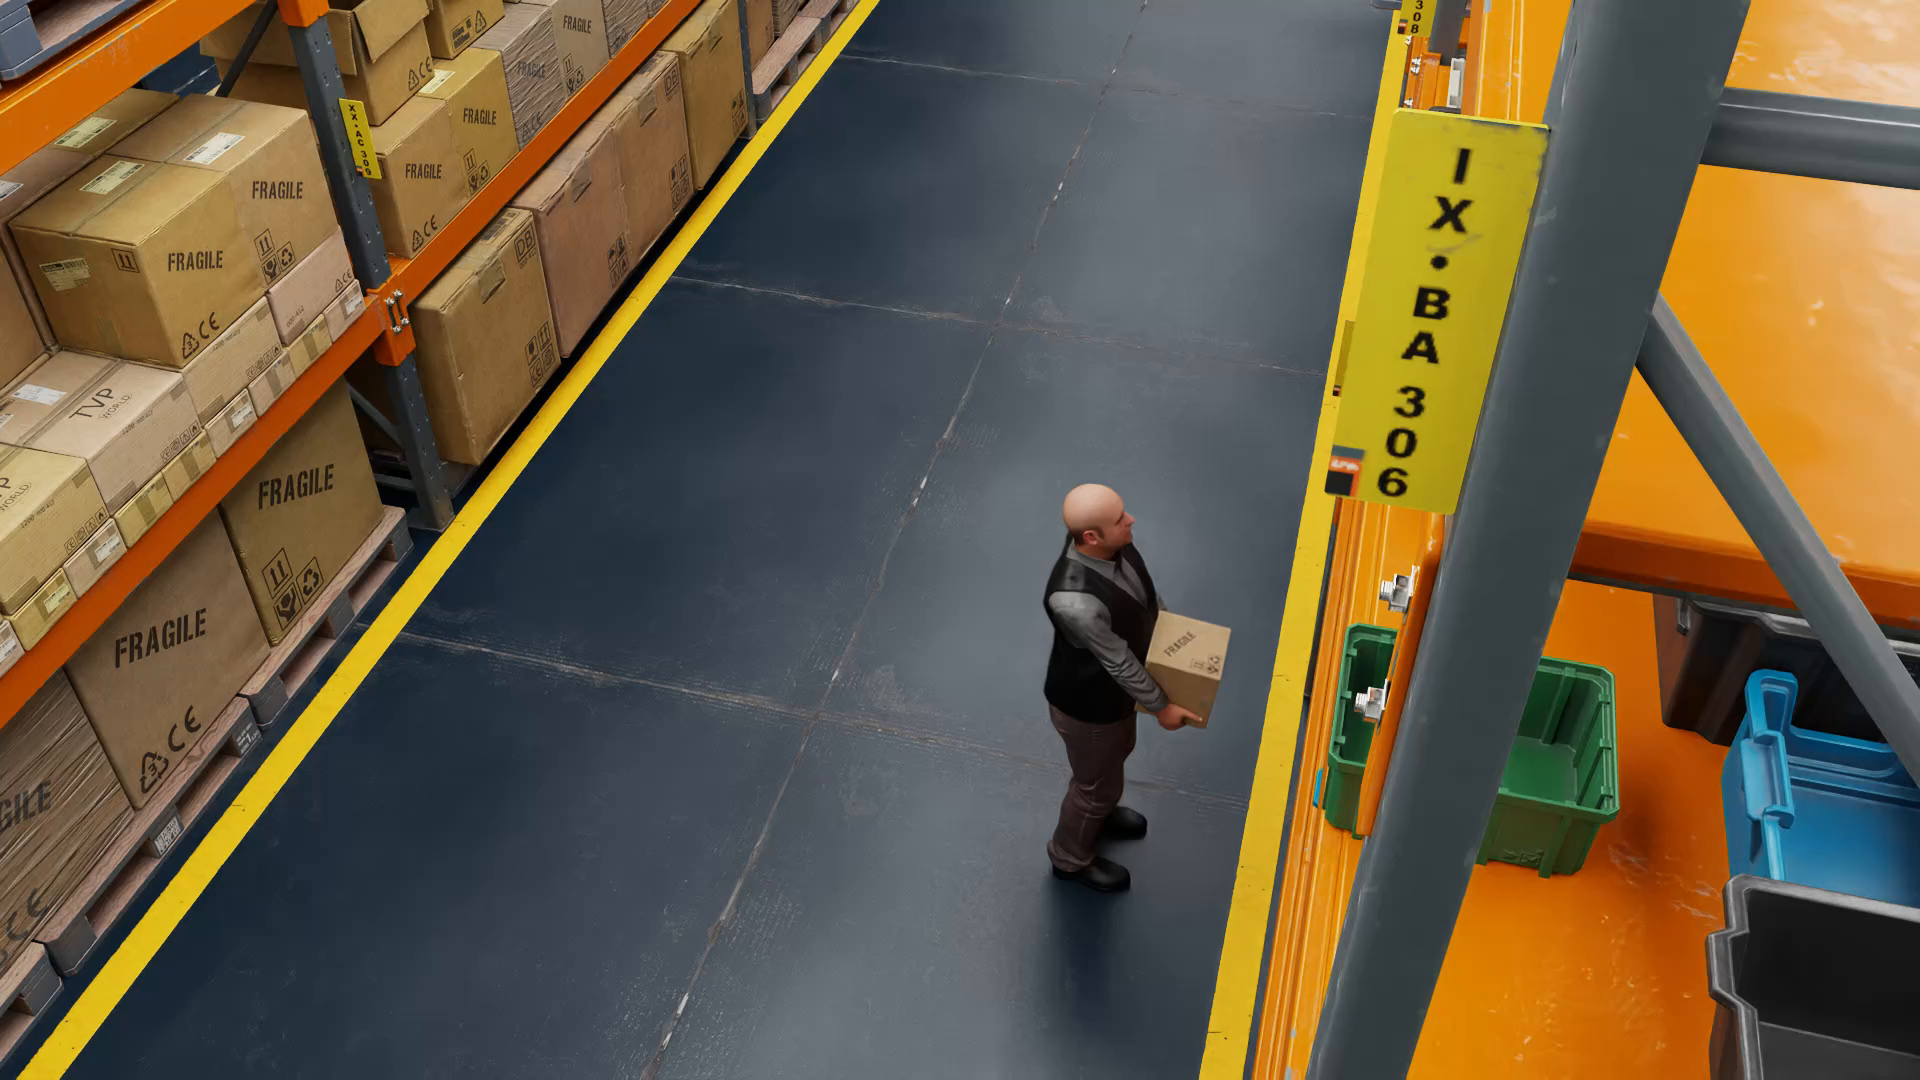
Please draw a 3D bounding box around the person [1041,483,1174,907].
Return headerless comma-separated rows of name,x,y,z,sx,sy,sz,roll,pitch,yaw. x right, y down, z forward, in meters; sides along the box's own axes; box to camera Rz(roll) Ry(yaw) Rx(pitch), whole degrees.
person,0.486,0.495,5.767,0.420,1.722,0.592,8,41,9
